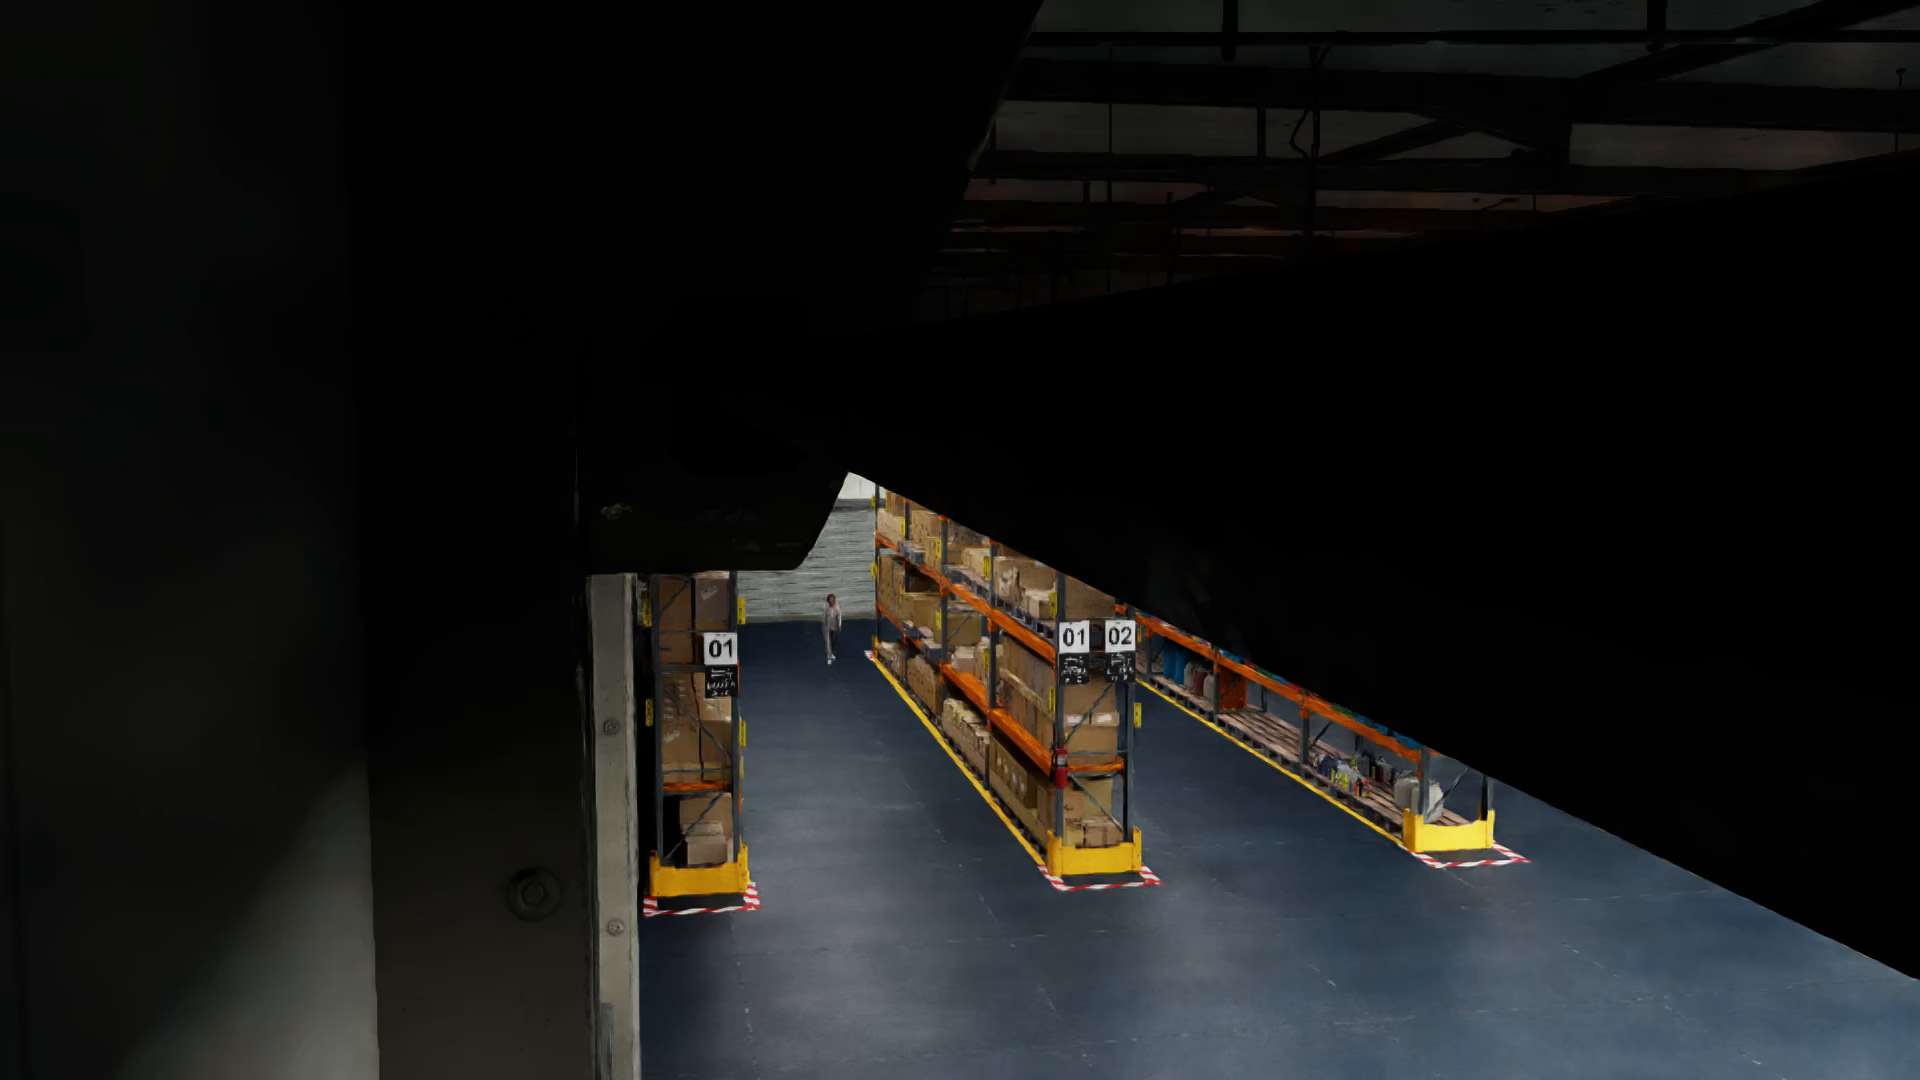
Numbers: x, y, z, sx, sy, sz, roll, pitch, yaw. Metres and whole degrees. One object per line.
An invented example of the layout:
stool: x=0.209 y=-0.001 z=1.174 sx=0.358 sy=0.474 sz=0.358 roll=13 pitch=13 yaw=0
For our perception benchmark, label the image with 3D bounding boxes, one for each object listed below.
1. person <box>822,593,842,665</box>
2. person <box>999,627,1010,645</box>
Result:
person: x=-2.755 y=1.886 z=35.831 sx=0.415 sy=1.517 sz=1.041 roll=-1 pitch=6 yaw=-13
person: x=1.025 y=2.191 z=32.581 sx=0.580 sy=1.619 sz=0.507 roll=-1 pitch=6 yaw=-13
